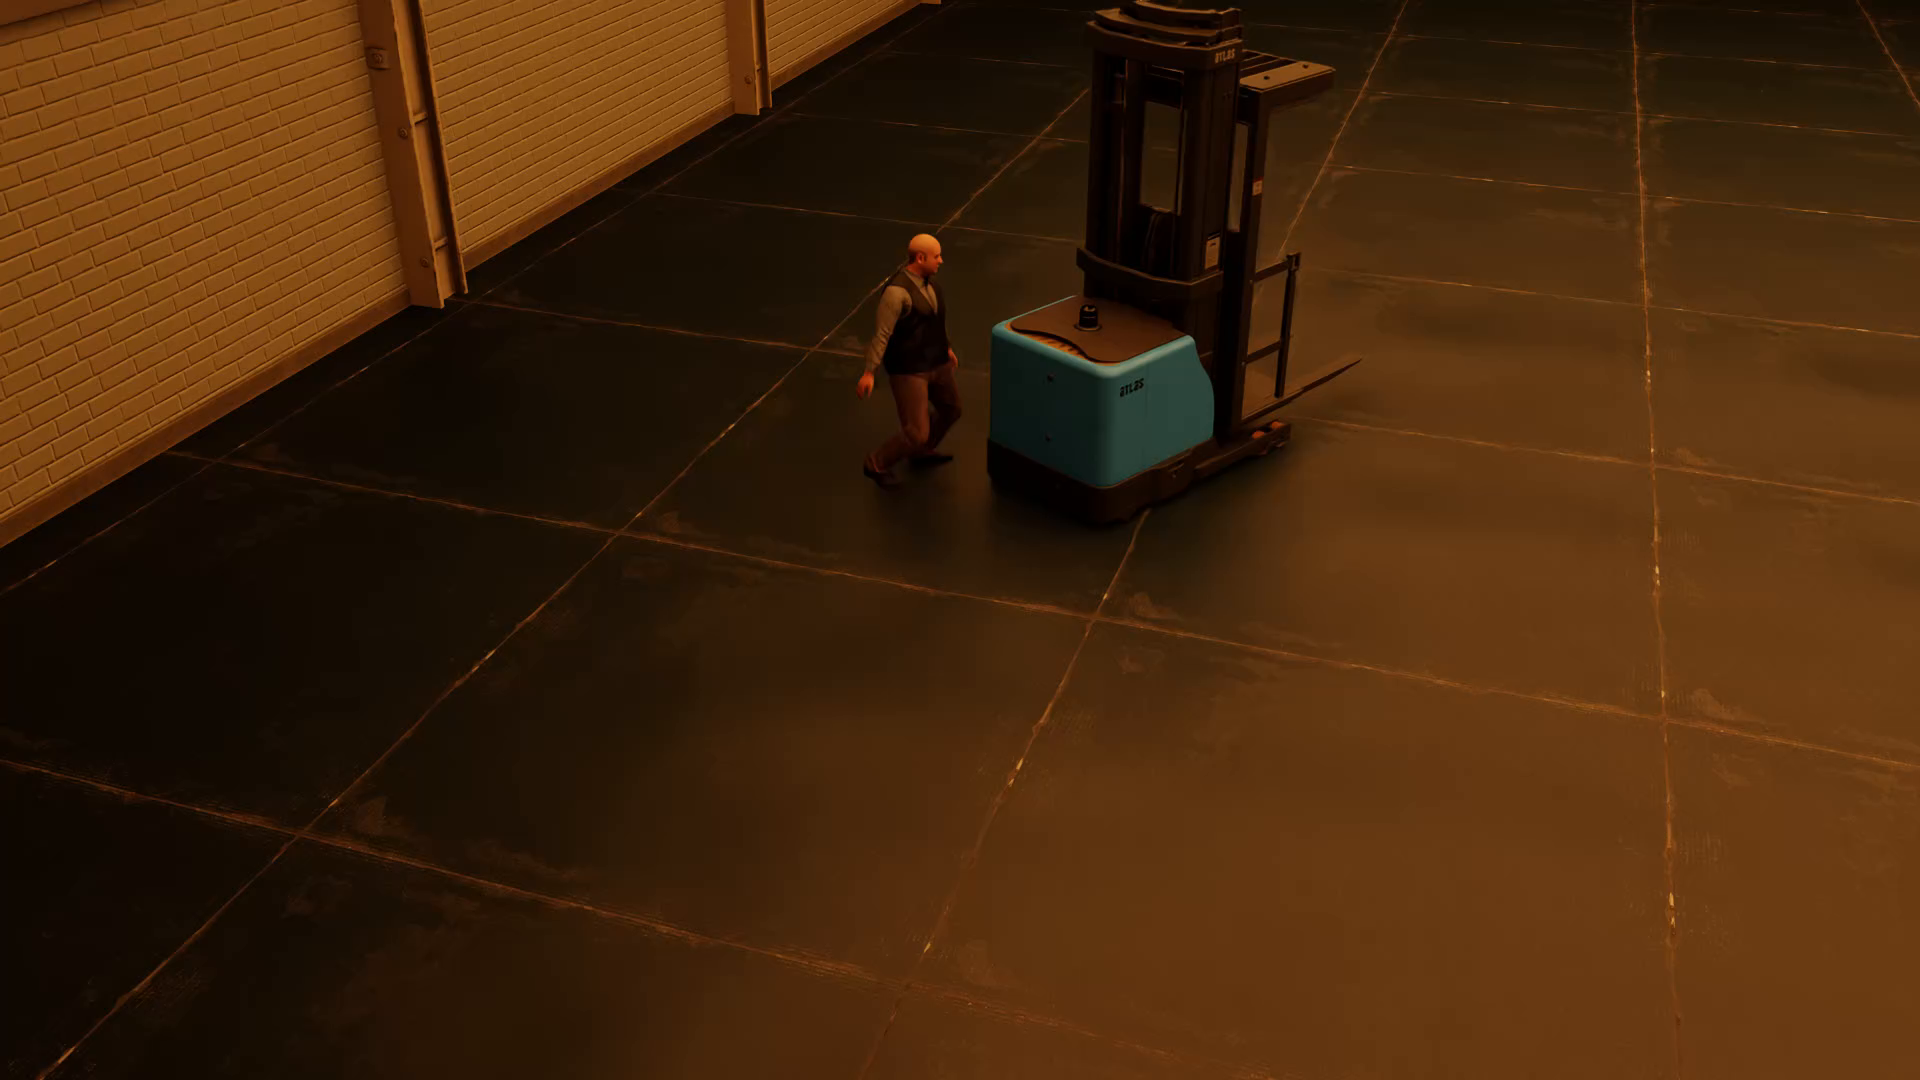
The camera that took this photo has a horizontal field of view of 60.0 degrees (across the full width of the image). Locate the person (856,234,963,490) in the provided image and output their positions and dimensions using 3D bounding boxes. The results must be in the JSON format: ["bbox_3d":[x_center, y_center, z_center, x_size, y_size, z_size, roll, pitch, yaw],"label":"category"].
[{"bbox_3d":[-0.321,-1.089,10.361,0.482,1.641,0.871,18,34,28],"label":"person"}]

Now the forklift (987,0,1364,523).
[{"bbox_3d":[1.585,-1.999,10.643,3.031,2.935,1.130,-26,38,-37],"label":"forklift"}]
